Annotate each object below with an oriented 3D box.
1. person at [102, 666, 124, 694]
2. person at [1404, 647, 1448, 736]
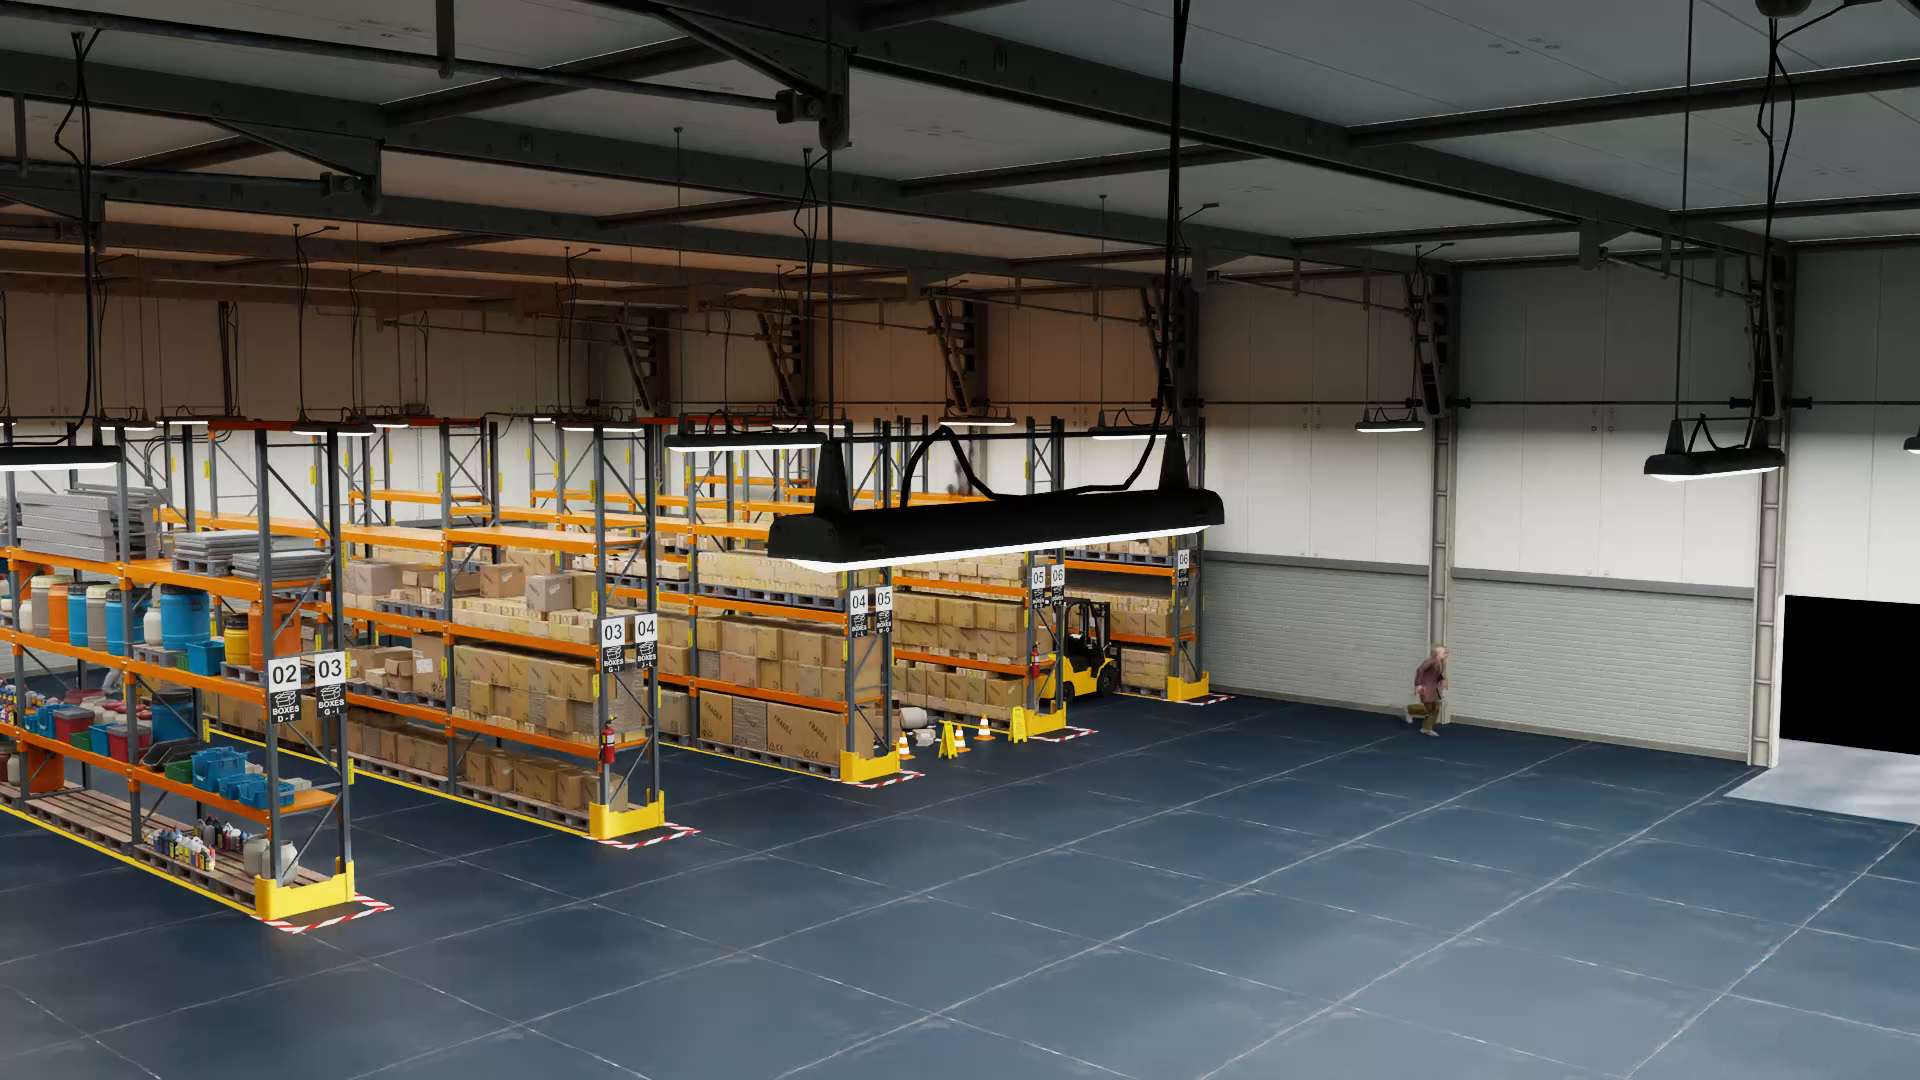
[{"bbox_3d":[-18.199,2.478,35.954,0.731,1.810,0.638,-1,5,-9],"label":"person"},{"bbox_3d":[8.886,2.864,31.740,0.812,1.718,0.706,4,6,37],"label":"person"}]
